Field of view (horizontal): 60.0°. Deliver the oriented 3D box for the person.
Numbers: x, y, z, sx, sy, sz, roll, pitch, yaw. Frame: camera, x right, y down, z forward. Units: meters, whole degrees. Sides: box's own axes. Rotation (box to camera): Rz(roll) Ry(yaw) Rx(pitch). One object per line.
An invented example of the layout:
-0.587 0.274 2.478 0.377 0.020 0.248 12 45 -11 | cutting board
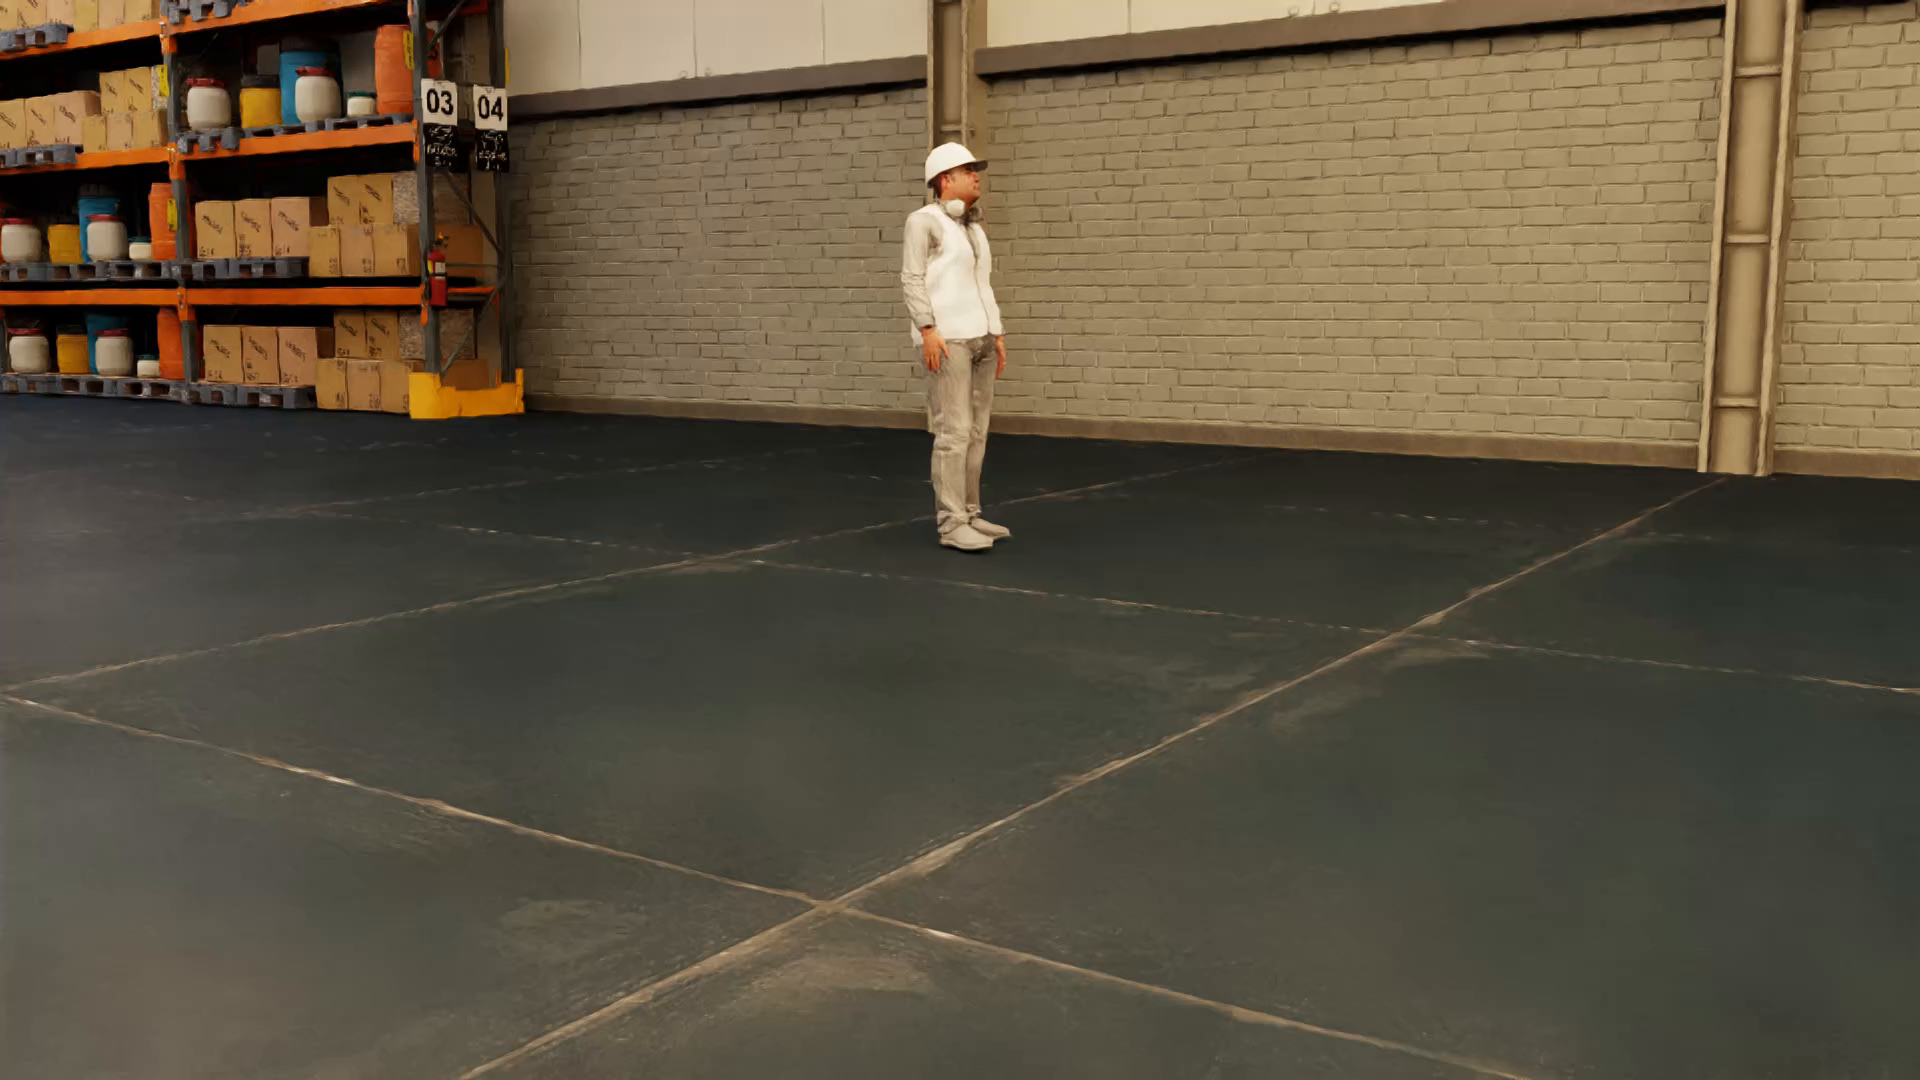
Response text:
0.047 -0.879 7.436 0.567 1.773 0.632 5 10 34 | person
